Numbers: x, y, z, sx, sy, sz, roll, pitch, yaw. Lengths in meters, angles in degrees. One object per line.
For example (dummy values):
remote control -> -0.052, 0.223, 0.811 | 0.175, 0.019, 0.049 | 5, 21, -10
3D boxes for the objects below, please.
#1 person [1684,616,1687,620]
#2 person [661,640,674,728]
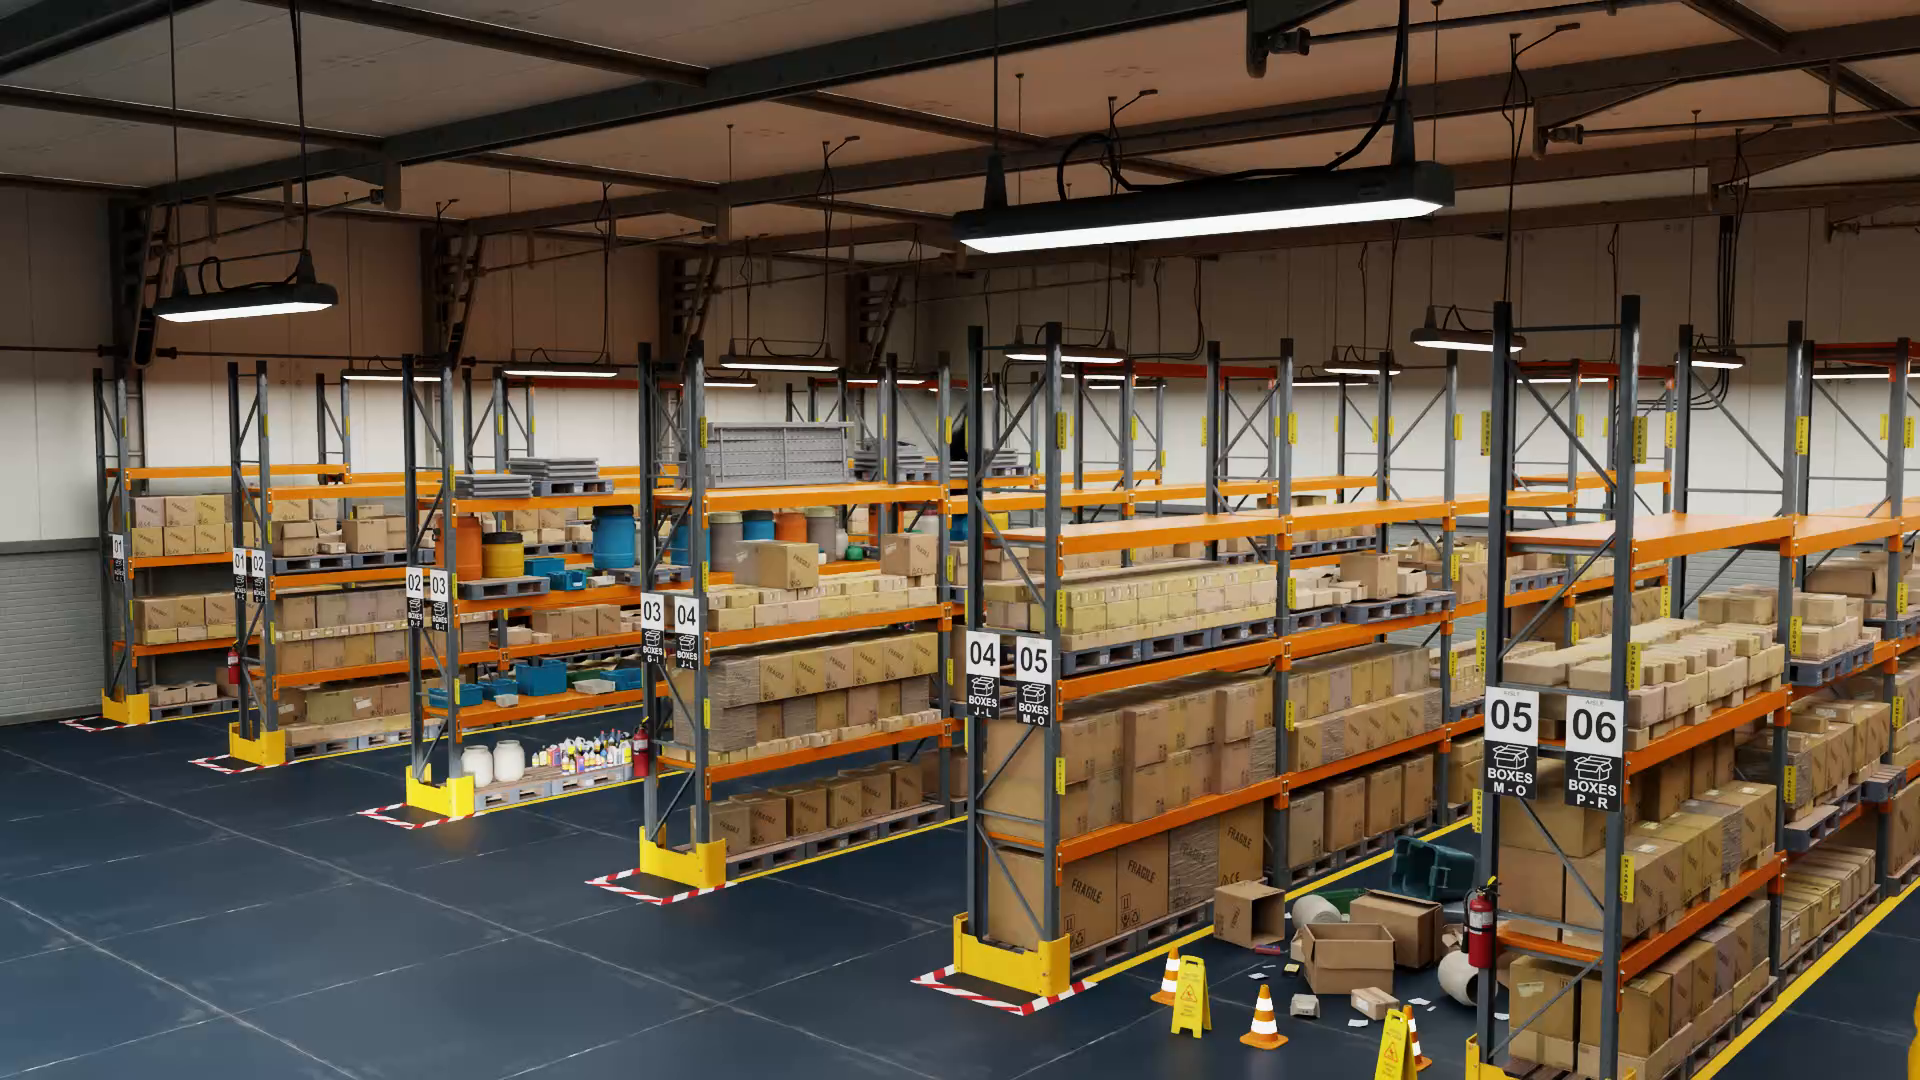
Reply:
person -> 12.303, 2.195, 28.415 | 0.891, 1.835, 0.650 | 0, 4, 1
person -> -4.965, 2.271, 27.513 | 0.697, 1.724, 0.567 | 2, 5, 29
